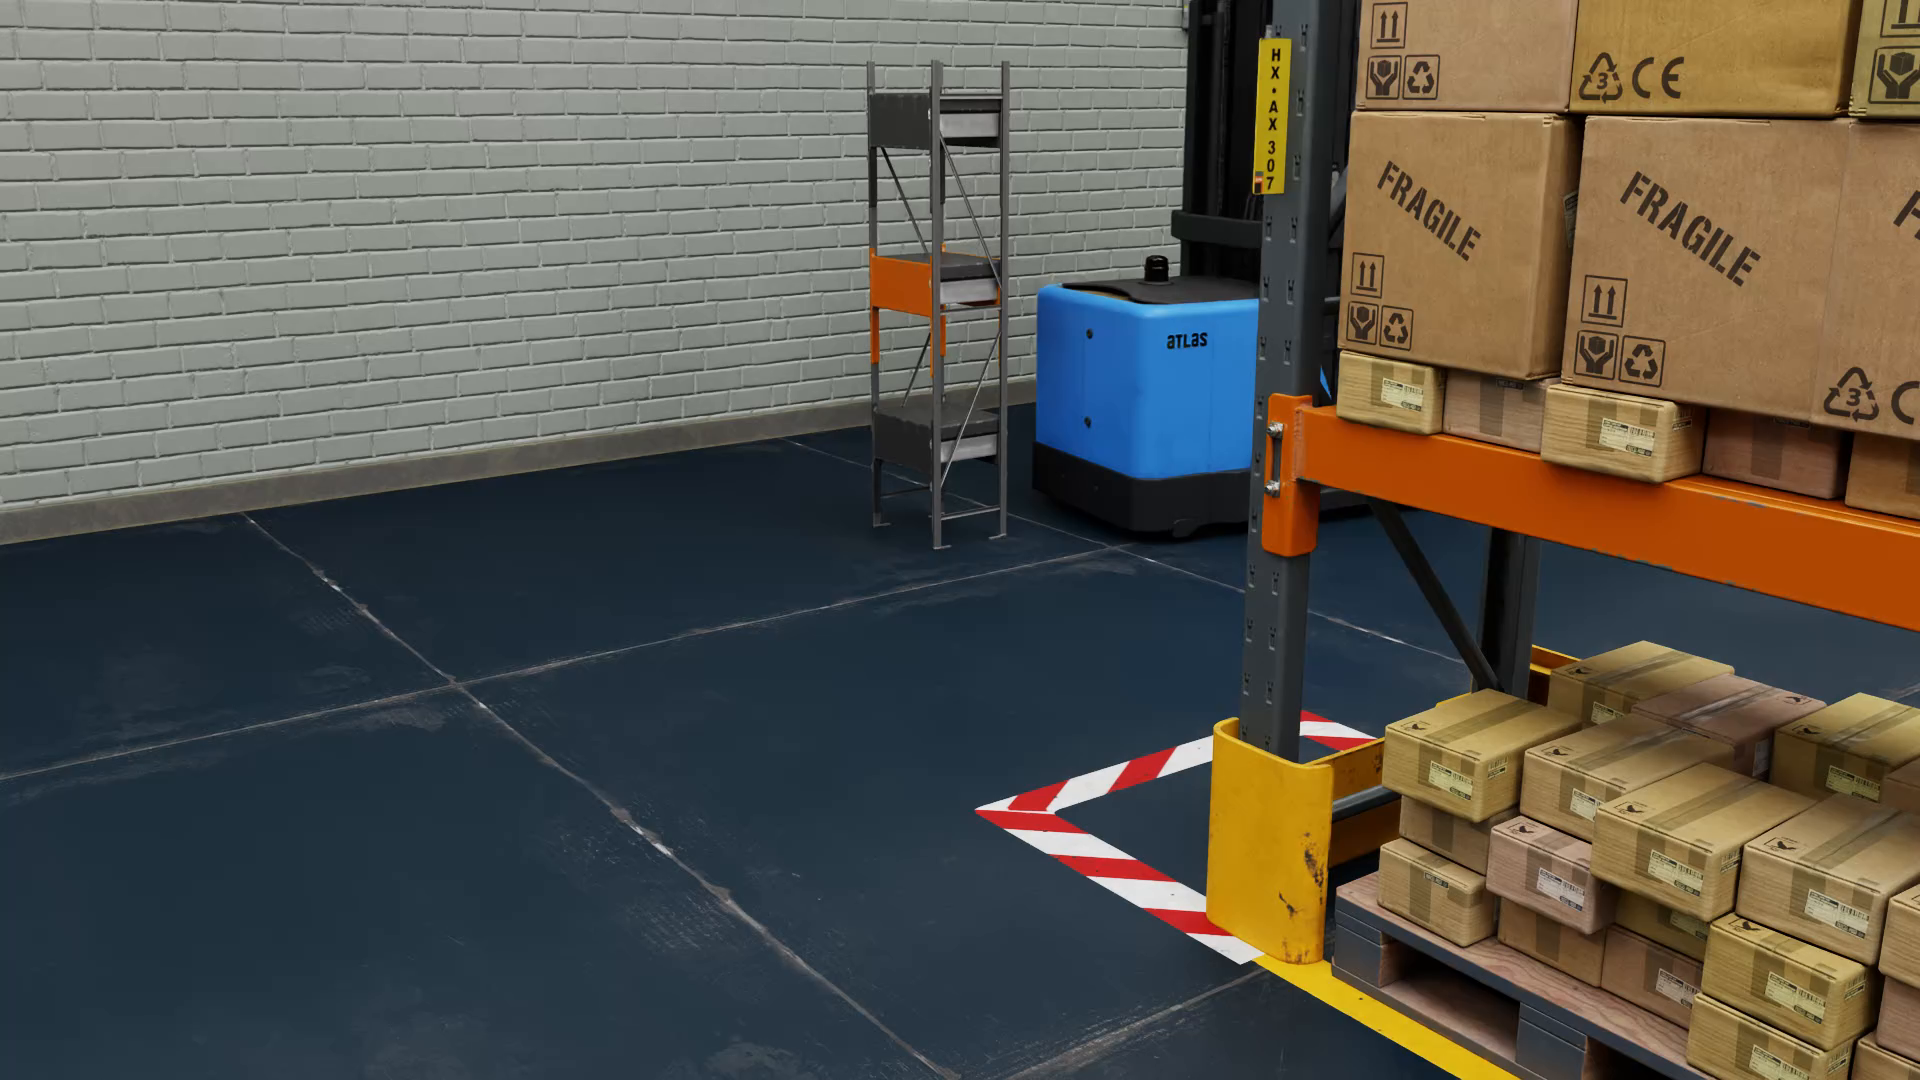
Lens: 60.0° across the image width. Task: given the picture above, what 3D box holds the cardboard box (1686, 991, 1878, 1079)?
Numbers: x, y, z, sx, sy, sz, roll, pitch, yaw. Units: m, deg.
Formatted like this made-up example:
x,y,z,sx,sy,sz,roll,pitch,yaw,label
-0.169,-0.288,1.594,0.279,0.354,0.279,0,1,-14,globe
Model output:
x,y,z,sx,sy,sz,roll,pitch,yaw,label
1.599,0.919,3.142,0.380,0.149,0.250,-11,19,-34,cardboard box

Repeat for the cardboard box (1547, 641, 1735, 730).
x,y,z,sx,sy,sz,roll,pitch,yaw,label
1.633,0.377,3.994,0.380,0.149,0.250,-11,19,-34,cardboard box

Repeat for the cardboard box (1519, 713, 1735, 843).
x,y,z,sx,sy,sz,roll,pitch,yaw,label
1.409,0.508,3.515,0.380,0.149,0.250,-10,18,-34,cardboard box

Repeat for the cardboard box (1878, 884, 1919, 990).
x,y,z,sx,sy,sz,roll,pitch,yaw,label
1.822,0.683,2.878,0.380,0.149,0.250,-10,18,-32,cardboard box

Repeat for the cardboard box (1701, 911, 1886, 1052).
x,y,z,sx,sy,sz,roll,pitch,yaw,label
1.611,0.776,3.100,0.380,0.149,0.250,-10,18,-33,cardboard box

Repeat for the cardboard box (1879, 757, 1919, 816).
x,y,z,sx,sy,sz,roll,pitch,yaw,label
2.090,0.540,3.398,0.380,0.149,0.250,-12,19,-37,cardboard box

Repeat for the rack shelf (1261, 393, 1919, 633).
x,y,z,sx,sy,sz,roll,pitch,yaw,label
2.292,0.192,2.556,1.077,0.370,4.000,-11,19,-35,rack shelf

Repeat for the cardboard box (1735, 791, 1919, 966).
x,y,z,sx,sy,sz,roll,pitch,yaw,label
1.666,0.622,3.099,0.380,0.149,0.250,-12,19,-37,cardboard box

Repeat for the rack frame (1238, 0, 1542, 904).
x,y,z,sx,sy,sz,roll,pitch,yaw,label
1.116,-0.582,4.021,1.000,3.000,0.127,-11,19,-35,rack frame

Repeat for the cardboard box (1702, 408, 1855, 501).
x,y,z,sx,sy,sz,roll,pitch,yaw,label
1.603,-0.193,3.076,0.380,0.149,0.250,-10,18,-32,cardboard box

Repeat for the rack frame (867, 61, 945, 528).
x,y,z,sx,sy,sz,roll,pitch,yaw,label
-0.241,-1.100,7.618,0.400,2.100,0.015,-11,19,-35,rack frame

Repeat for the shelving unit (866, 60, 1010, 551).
x,y,z,sx,sy,sz,roll,pitch,yaw,label
-0.097,-1.048,7.428,0.431,2.100,0.503,-11,19,-35,shelving unit

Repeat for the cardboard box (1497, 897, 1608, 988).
x,y,z,sx,sy,sz,roll,pitch,yaw,label
1.386,0.795,3.594,0.380,0.149,0.250,-11,19,-35,cardboard box

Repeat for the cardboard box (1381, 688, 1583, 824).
x,y,z,sx,sy,sz,roll,pitch,yaw,label
1.150,0.468,3.662,0.380,0.149,0.250,-12,19,-37,cardboard box

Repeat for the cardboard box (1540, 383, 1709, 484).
x,y,z,sx,sy,sz,roll,pitch,yaw,label
1.340,-0.227,3.200,0.380,0.149,0.250,-12,19,-36,cardboard box

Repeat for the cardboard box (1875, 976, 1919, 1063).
x,y,z,sx,sy,sz,roll,pitch,yaw,label
1.844,0.818,2.947,0.380,0.149,0.250,-12,19,-37,cardboard box

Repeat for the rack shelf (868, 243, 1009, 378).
x,y,z,sx,sy,sz,roll,pitch,yaw,label
-0.097,-1.035,7.432,0.431,0.518,0.480,-11,19,-35,rack shelf

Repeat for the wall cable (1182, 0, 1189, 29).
x,y,z,sx,sy,sz,roll,pitch,yaw,label
1.727,-3.078,11.155,0.585,1.953,0.123,-11,19,-35,wall cable

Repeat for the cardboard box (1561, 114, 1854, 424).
x,y,z,sx,sy,sz,roll,pitch,yaw,label
1.492,-0.525,3.059,0.500,0.500,0.500,-11,19,-34,cardboard box

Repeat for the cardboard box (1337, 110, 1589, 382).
x,y,z,sx,sy,sz,roll,pitch,yaw,label
1.157,-0.635,3.462,0.500,0.500,0.500,-10,18,-32,cardboard box

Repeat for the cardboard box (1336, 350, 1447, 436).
x,y,z,sx,sy,sz,roll,pitch,yaw,label
1.042,-0.341,3.616,0.380,0.149,0.250,-11,19,-35,cardboard box

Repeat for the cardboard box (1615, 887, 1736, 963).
x,y,z,sx,sy,sz,roll,pitch,yaw,label
1.548,0.704,3.362,0.380,0.149,0.250,-11,19,-34,cardboard box

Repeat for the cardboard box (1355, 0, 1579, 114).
x,y,z,sx,sy,sz,roll,pitch,yaw,label
1.166,-1.119,3.336,0.500,0.500,0.500,-11,19,-35,cardboard box

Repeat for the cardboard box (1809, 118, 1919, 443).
x,y,z,sx,sy,sz,roll,pitch,yaw,label
1.770,-0.418,2.669,0.500,0.500,0.500,-11,19,-34,cardboard box

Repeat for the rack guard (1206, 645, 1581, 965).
x,y,z,sx,sy,sz,roll,pitch,yaw,label
1.161,0.640,4.292,1.175,0.500,0.348,-11,19,-35,rack guard

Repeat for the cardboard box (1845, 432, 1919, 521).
x,y,z,sx,sy,sz,roll,pitch,yaw,label
1.743,-0.131,2.850,0.380,0.149,0.250,-11,19,-35,cardboard box

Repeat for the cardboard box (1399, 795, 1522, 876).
x,y,z,sx,sy,sz,roll,pitch,yaw,label
1.217,0.599,3.748,0.380,0.149,0.250,-10,18,-32,cardboard box

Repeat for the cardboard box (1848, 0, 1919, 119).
x,y,z,sx,sy,sz,roll,pitch,yaw,label
1.755,-0.898,2.527,0.500,0.500,0.500,-11,19,-36,cardboard box

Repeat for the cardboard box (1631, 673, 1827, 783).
x,y,z,sx,sy,sz,roll,pitch,yaw,label
1.734,0.440,3.766,0.380,0.149,0.250,-10,18,-33,cardboard box

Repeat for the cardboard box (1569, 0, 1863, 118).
x,y,z,sx,sy,sz,roll,pitch,yaw,label
1.467,-1.012,2.946,0.500,0.500,0.500,-10,18,-33,cardboard box

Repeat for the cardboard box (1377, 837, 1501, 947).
x,y,z,sx,sy,sz,roll,pitch,yaw,label
1.165,0.752,3.752,0.380,0.149,0.250,-10,18,-33,cardboard box

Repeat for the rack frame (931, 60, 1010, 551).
x,y,z,sx,sy,sz,roll,pitch,yaw,label
0.046,-0.996,7.238,0.400,2.100,0.015,-11,19,-35,rack frame

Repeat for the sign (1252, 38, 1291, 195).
x,y,z,sx,sy,sz,roll,pitch,yaw,label
0.678,-0.915,3.599,0.100,0.325,0.005,-11,19,-35,sign

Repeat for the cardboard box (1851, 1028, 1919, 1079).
x,y,z,sx,sy,sz,roll,pitch,yaw,label
1.826,0.958,2.997,0.380,0.149,0.250,-11,19,-34,cardboard box

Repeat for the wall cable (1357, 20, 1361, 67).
x,y,z,sx,sy,sz,roll,pitch,yaw,label
2.867,-3.285,11.972,0.588,1.984,0.122,-11,19,-35,wall cable

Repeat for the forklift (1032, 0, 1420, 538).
x,y,z,sx,sy,sz,roll,pitch,yaw,label
1.908,-1.674,8.139,3.031,2.935,1.130,-8,17,-26,forklift

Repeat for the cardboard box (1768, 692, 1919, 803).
x,y,z,sx,sy,sz,roll,pitch,yaw,label
1.989,0.475,3.636,0.380,0.149,0.250,-11,19,-36,cardboard box

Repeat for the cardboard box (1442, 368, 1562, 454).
x,y,z,sx,sy,sz,roll,pitch,yaw,label
1.225,-0.293,3.440,0.380,0.149,0.250,-10,18,-33,cardboard box

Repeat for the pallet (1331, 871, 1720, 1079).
x,y,z,sx,sy,sz,roll,pitch,yaw,label
1.610,0.958,3.676,1.003,0.211,1.213,-11,19,-35,pallet

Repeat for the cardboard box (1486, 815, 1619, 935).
x,y,z,sx,sy,sz,roll,pitch,yaw,label
1.332,0.666,3.503,0.380,0.149,0.250,-11,19,-35,cardboard box

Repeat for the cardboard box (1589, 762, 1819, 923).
x,y,z,sx,sy,sz,roll,pitch,yaw,label
1.454,0.582,3.246,0.380,0.149,0.250,-11,19,-35,cardboard box

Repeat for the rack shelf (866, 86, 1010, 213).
x,y,z,sx,sy,sz,roll,pitch,yaw,label
-0.097,-1.710,7.247,0.431,0.518,0.480,-11,19,-35,rack shelf

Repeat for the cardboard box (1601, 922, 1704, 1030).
x,y,z,sx,sy,sz,roll,pitch,yaw,label
1.537,0.847,3.404,0.380,0.149,0.250,-11,19,-34,cardboard box

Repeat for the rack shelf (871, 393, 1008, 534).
x,y,z,sx,sy,sz,roll,pitch,yaw,label
-0.097,-0.360,7.616,0.431,0.518,0.480,-11,19,-35,rack shelf
